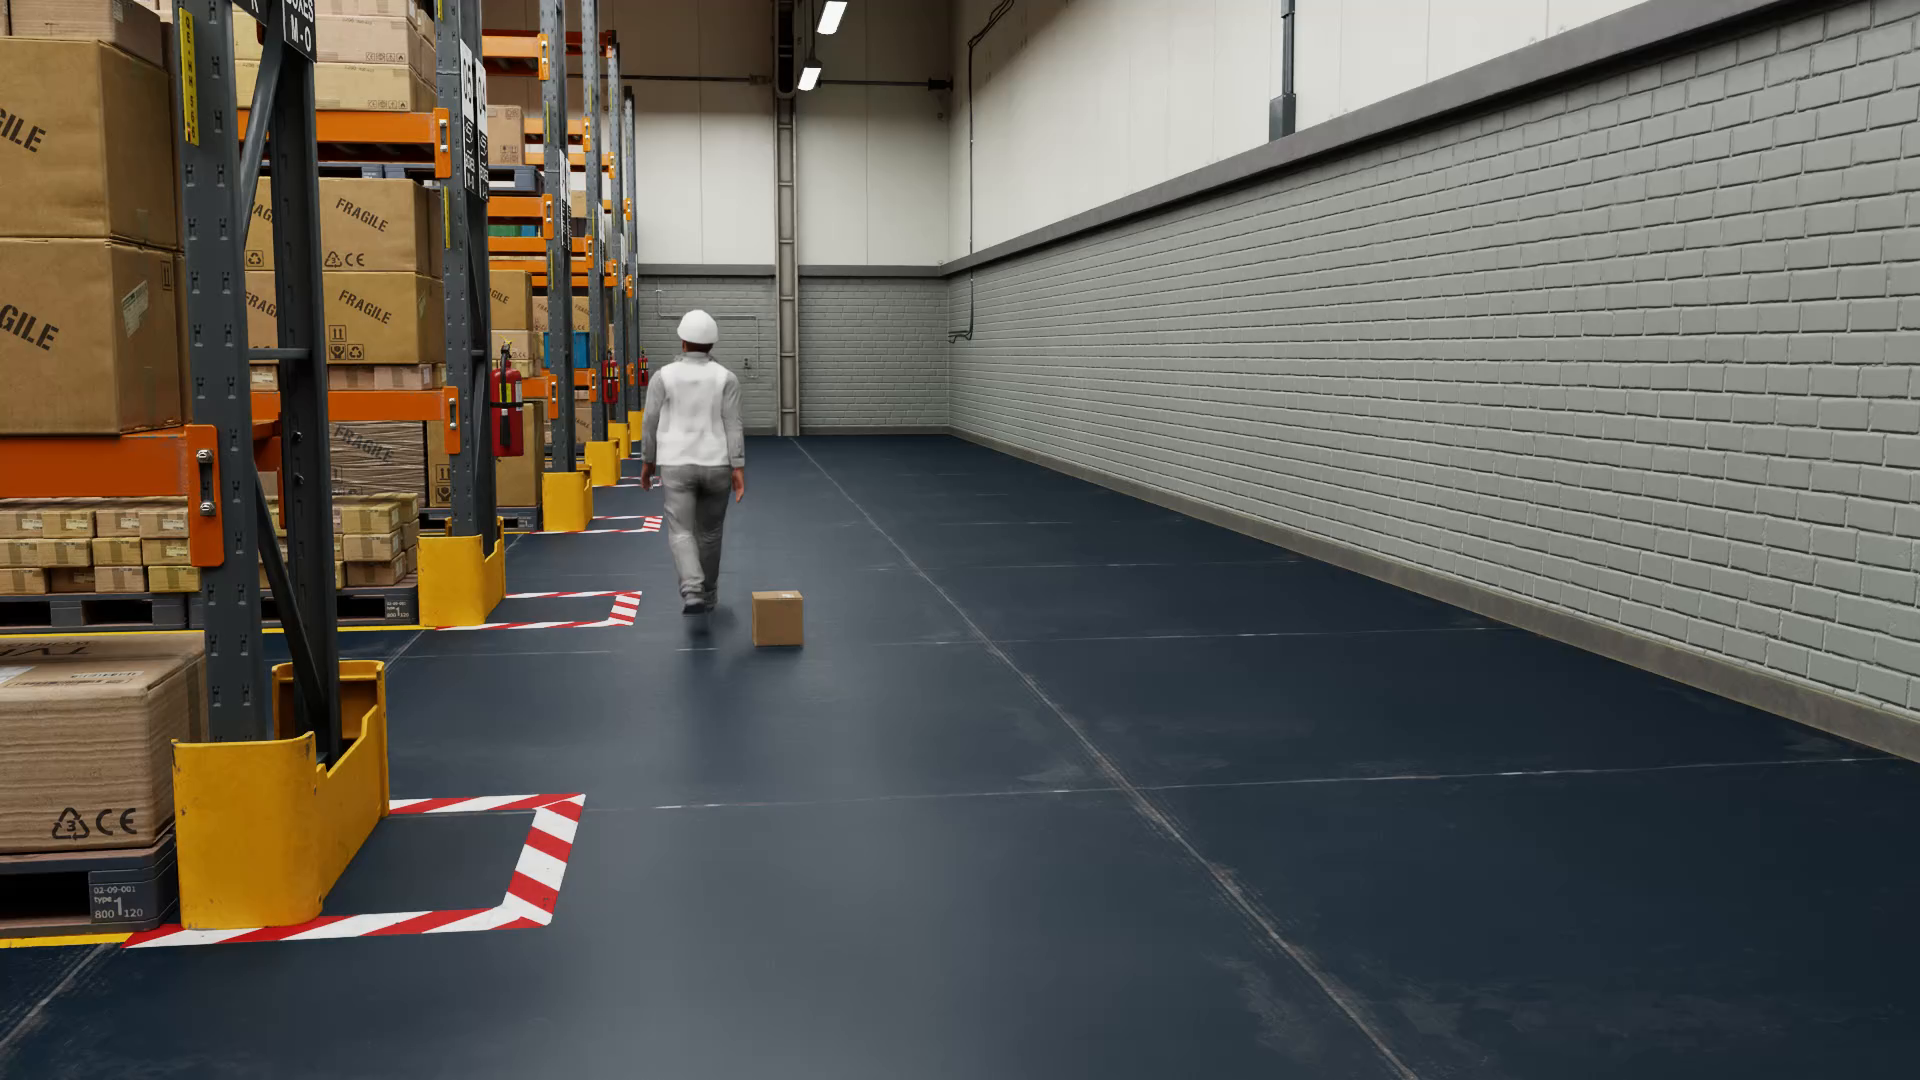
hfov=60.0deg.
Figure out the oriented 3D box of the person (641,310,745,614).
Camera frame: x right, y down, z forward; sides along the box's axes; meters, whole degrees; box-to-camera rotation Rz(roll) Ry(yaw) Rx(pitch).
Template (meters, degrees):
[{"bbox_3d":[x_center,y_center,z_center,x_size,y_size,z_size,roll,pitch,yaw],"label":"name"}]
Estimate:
[{"bbox_3d":[-1.510,-0.425,9.389,0.559,1.734,0.991,-2,7,-16],"label":"person"}]
